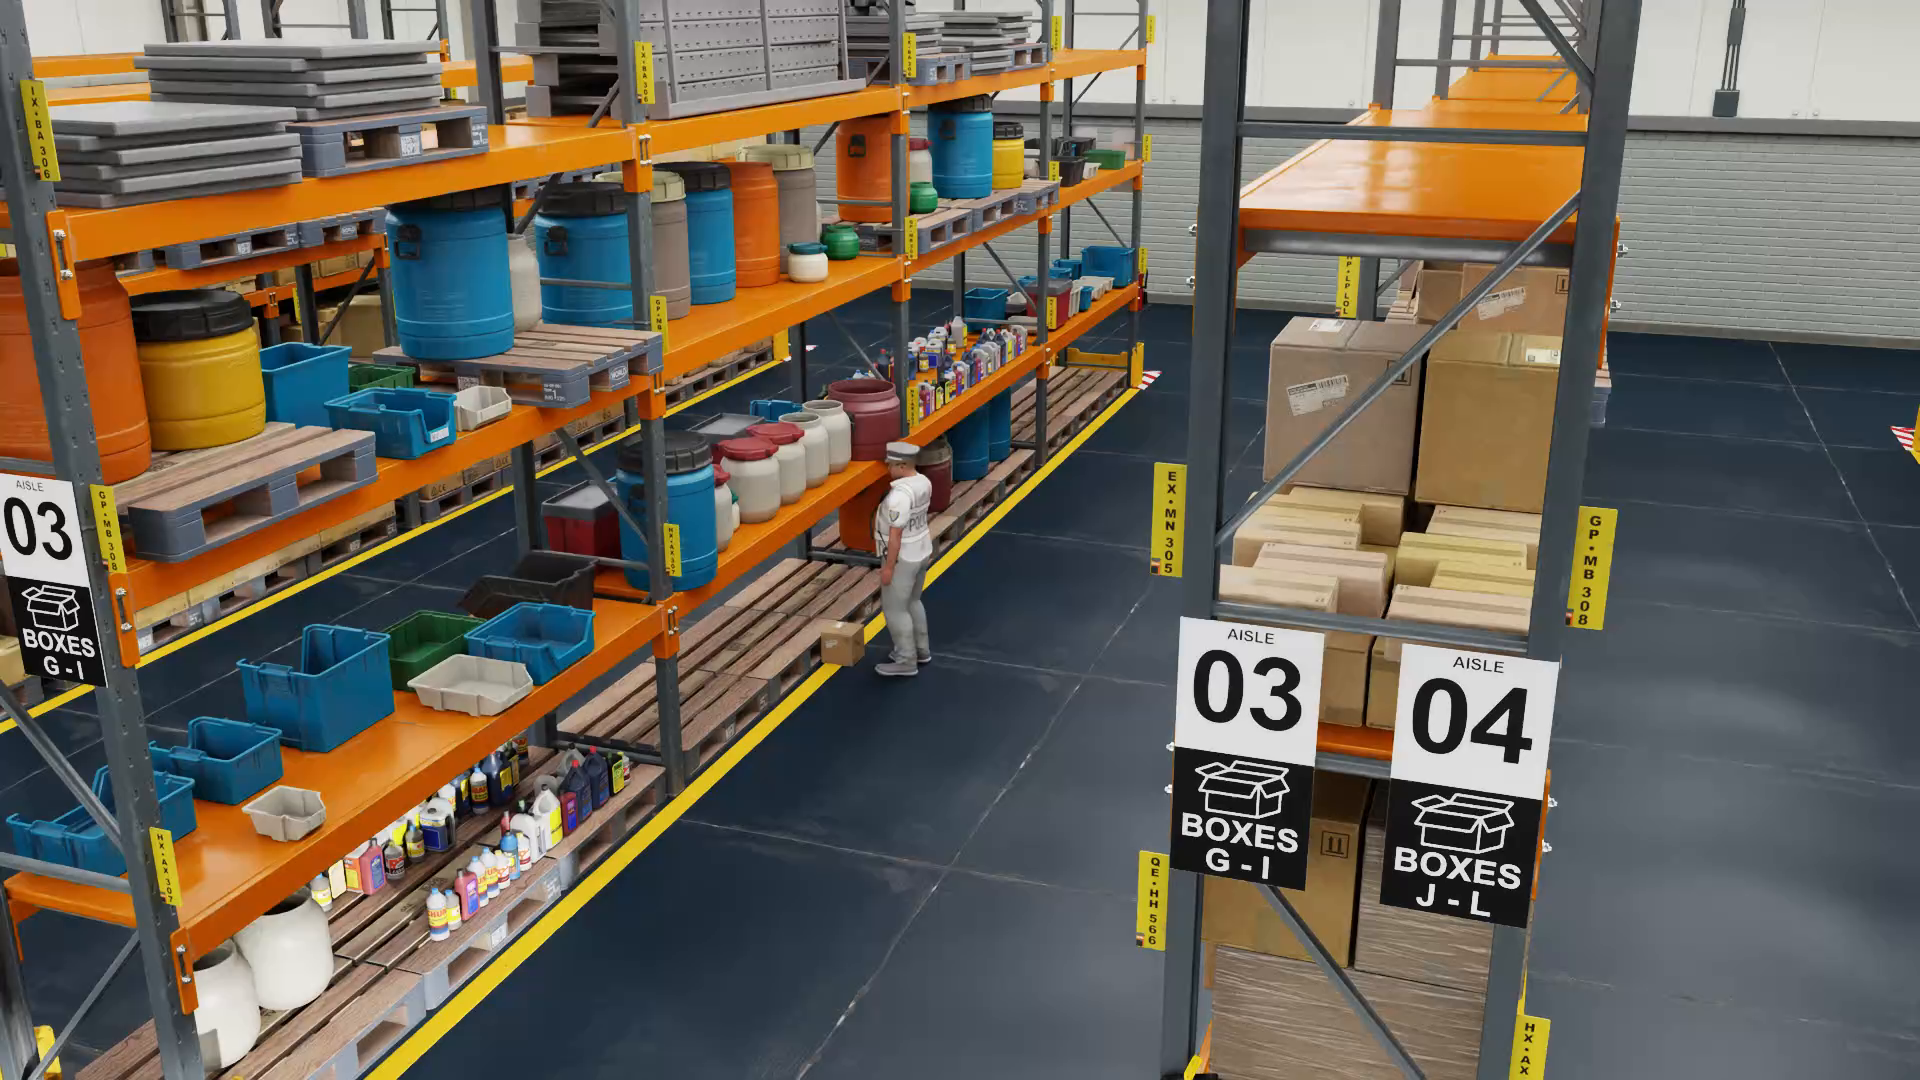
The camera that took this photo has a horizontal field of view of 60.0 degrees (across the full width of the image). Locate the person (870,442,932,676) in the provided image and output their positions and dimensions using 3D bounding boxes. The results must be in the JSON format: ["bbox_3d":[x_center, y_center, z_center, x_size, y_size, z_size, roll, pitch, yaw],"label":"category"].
[{"bbox_3d":[-0.424,0.135,12.167,0.393,1.743,0.529,7,20,19],"label":"person"}]
